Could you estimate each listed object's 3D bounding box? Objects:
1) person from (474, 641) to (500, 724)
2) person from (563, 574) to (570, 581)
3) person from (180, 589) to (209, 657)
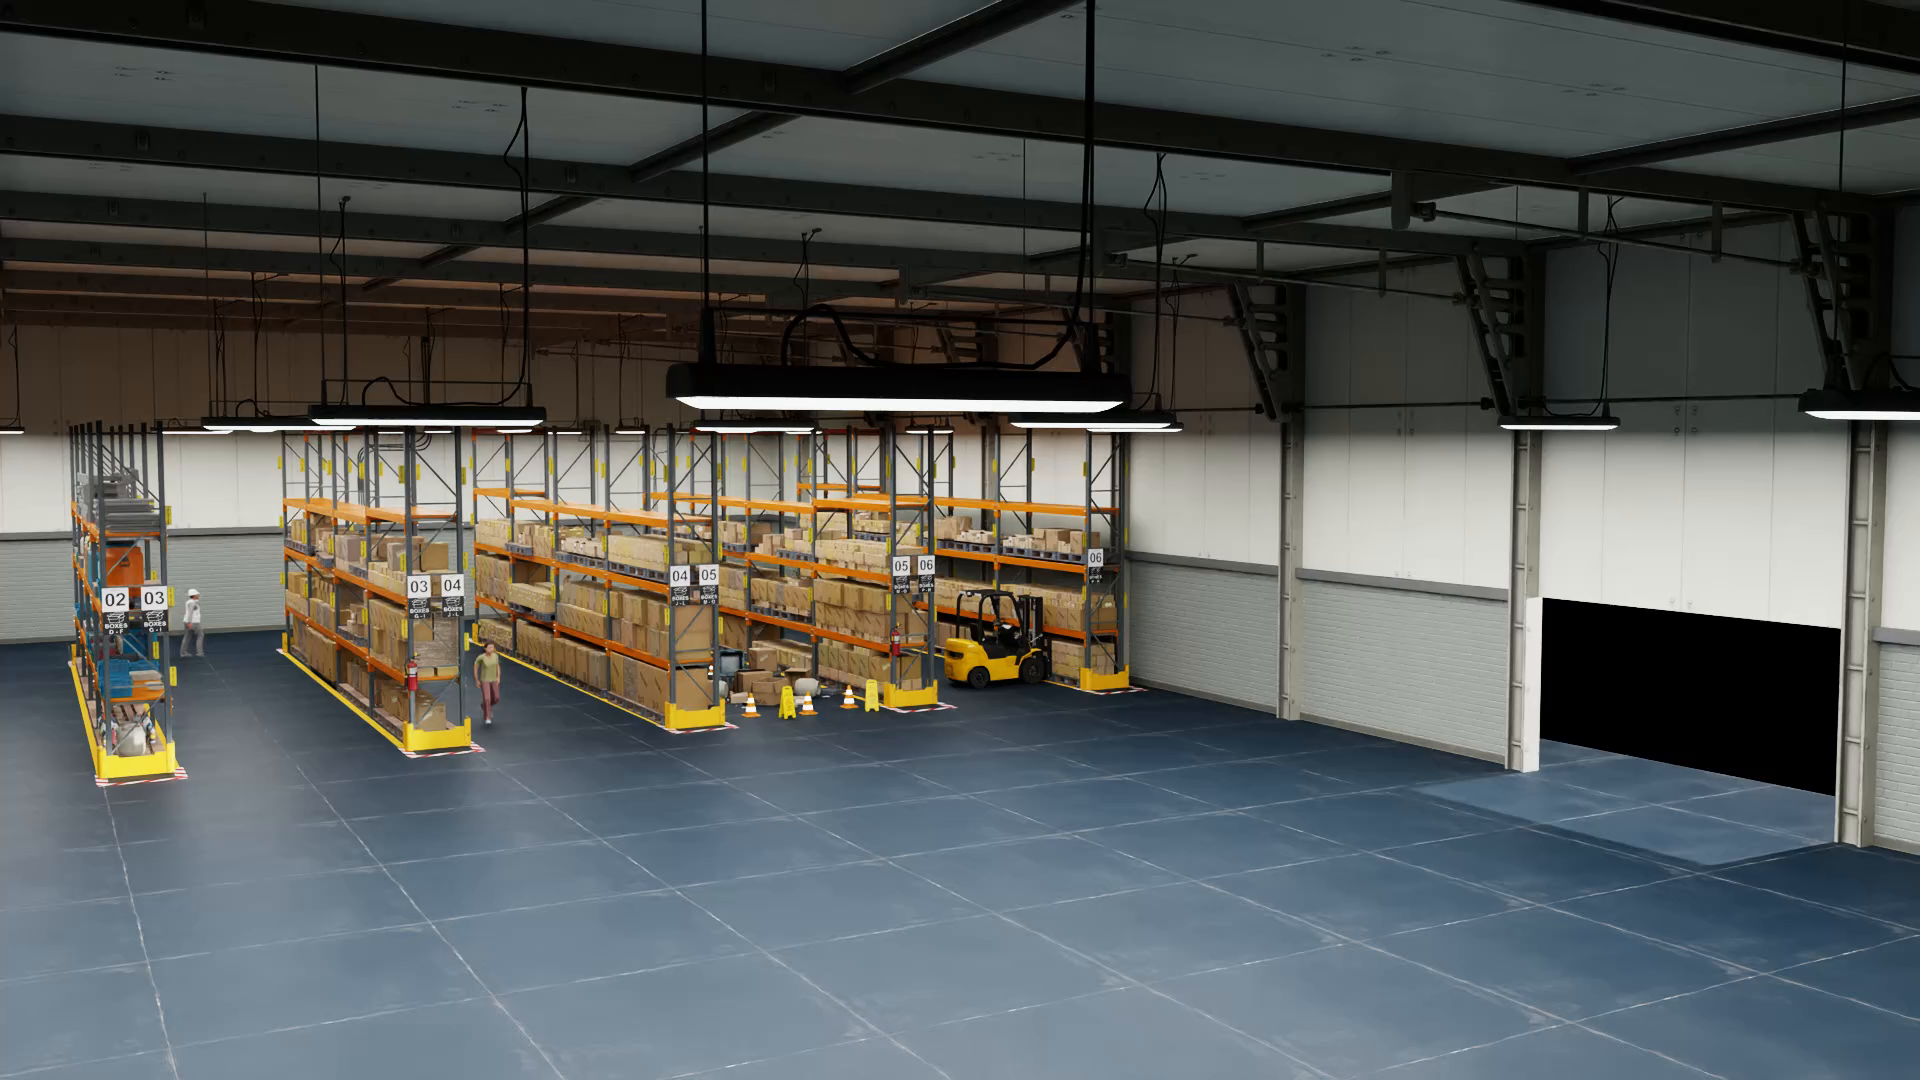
[{"bbox_3d":[-9.534,2.840,33.444,0.535,1.653,0.639,-3,5,-43],"label":"person"},{"bbox_3d":[-11.476,1.863,48.610,0.702,1.732,0.560,-2,4,-32],"label":"person"},{"bbox_3d":[-20.039,2.179,43.353,0.518,1.797,0.685,2,4,34],"label":"person"}]
